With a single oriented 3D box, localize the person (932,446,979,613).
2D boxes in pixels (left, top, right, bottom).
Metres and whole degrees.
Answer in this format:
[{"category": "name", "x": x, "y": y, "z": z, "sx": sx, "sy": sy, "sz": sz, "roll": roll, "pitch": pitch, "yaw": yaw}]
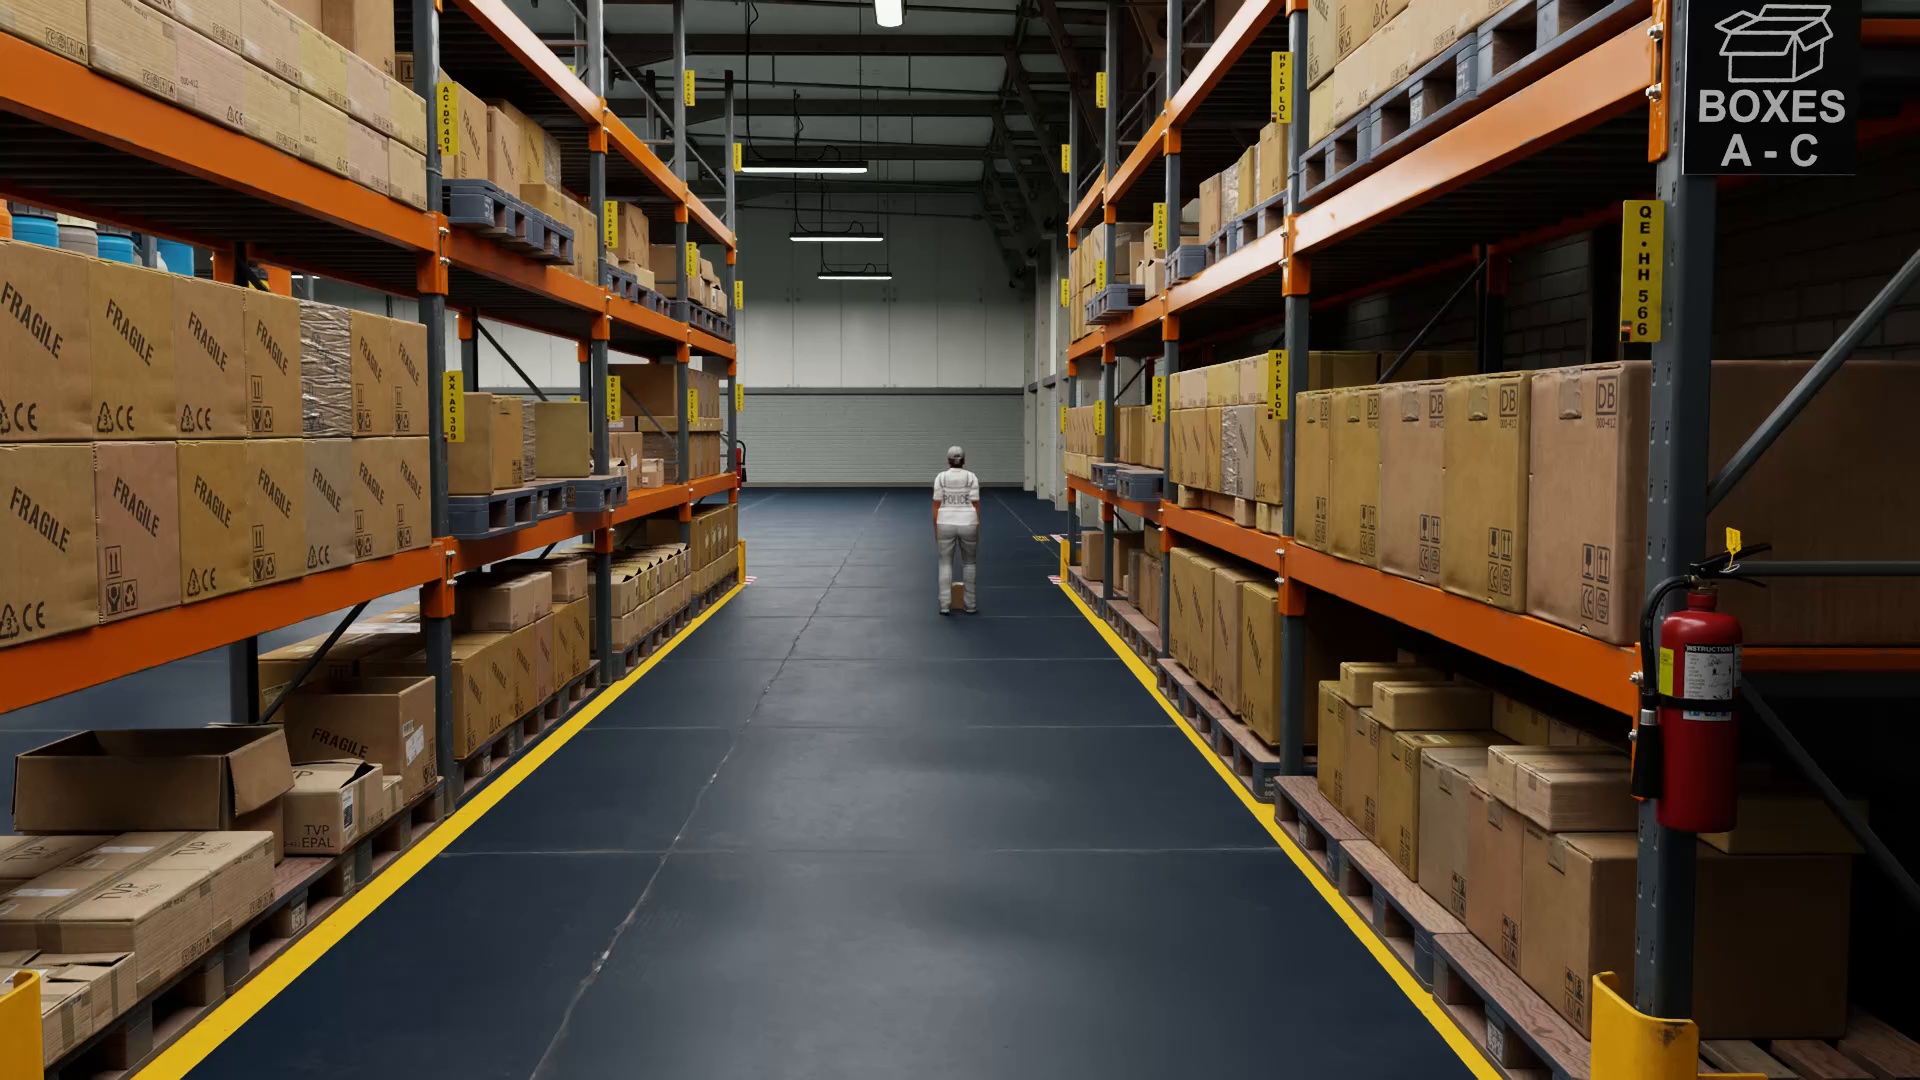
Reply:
[{"category": "person", "x": -0.040, "y": -0.092, "z": 16.516, "sx": 0.466, "sy": 1.679, "sz": 0.390, "roll": 0, "pitch": 4, "yaw": 0}]
